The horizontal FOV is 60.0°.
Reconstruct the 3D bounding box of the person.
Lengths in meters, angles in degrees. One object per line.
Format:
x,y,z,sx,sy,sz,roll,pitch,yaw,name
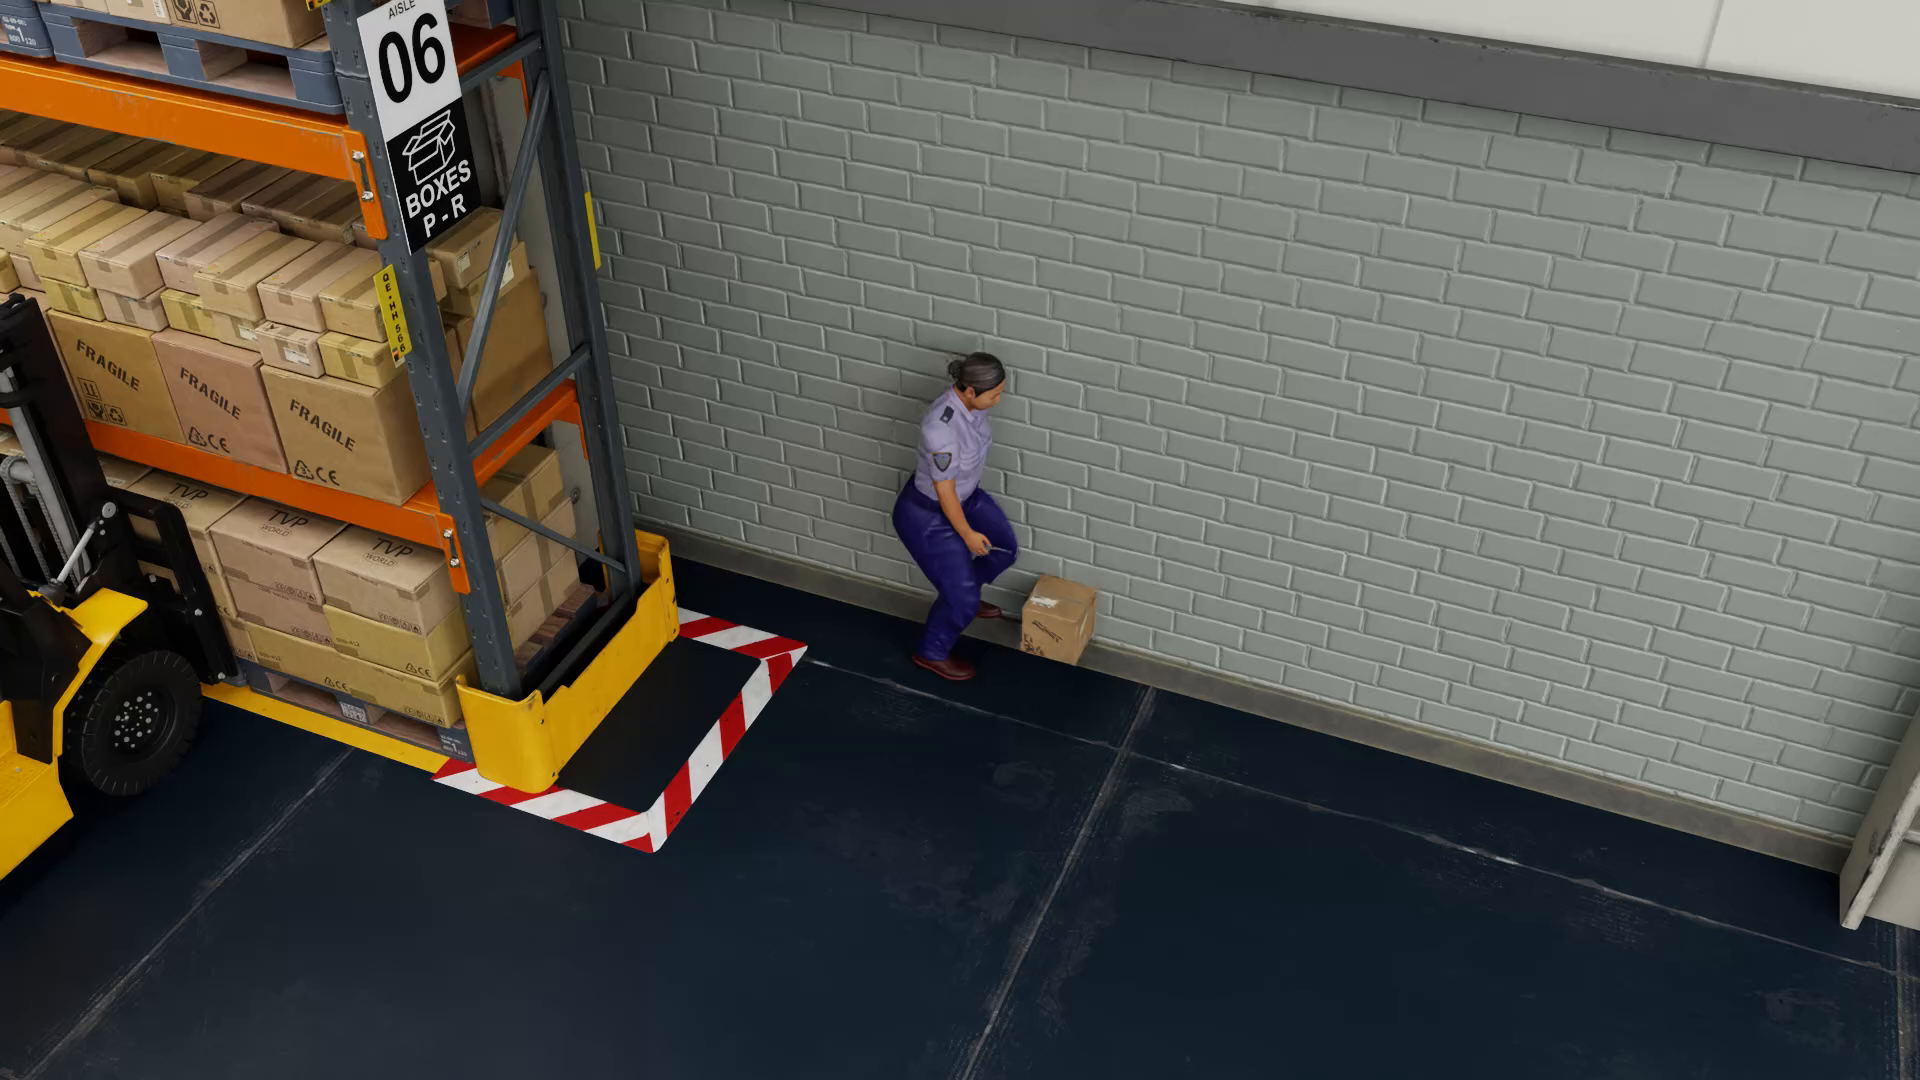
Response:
0.010,-0.132,7.084,0.521,1.560,0.515,15,40,19,person
